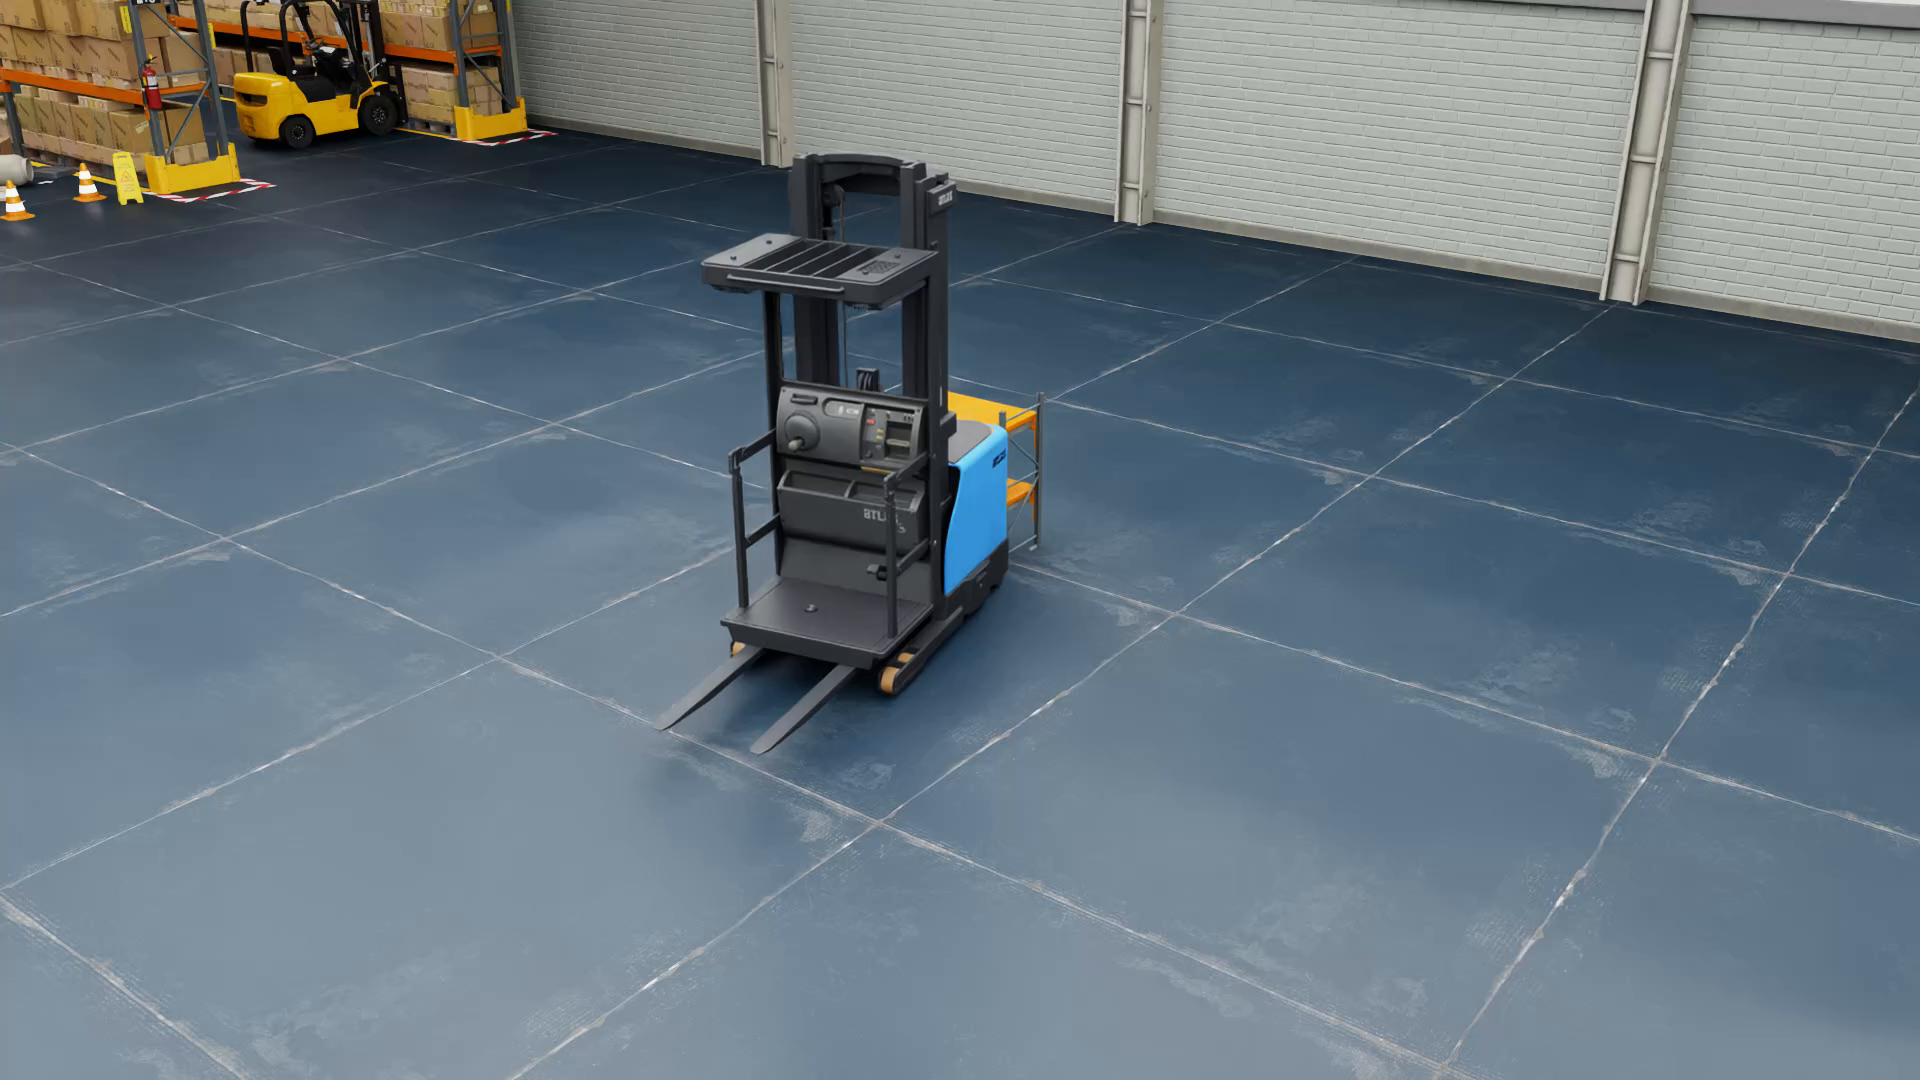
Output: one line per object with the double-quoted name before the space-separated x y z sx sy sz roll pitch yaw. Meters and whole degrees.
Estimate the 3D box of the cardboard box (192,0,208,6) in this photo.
"cardboard box" -13.205 -9.587 29.355 0.500 0.250 0.500 18 29 35

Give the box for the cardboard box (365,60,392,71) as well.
"cardboard box" -9.606 -7.697 27.148 0.500 0.250 0.500 18 29 35

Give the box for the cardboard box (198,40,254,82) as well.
"cardboard box" -13.323 -8.685 30.165 0.625 0.625 0.875 18 29 35

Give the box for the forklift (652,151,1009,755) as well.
"forklift" -0.735 -0.632 9.550 1.130 2.935 3.031 10 26 22

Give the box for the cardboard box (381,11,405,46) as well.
"cardboard box" -8.783 -8.132 26.363 0.500 0.500 0.500 16 29 32

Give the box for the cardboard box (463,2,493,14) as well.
"cardboard box" -7.528 -8.308 25.958 0.250 0.149 0.380 16 28 32

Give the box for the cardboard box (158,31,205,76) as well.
"cardboard box" -10.599 -6.584 22.479 0.500 0.500 0.500 16 29 33

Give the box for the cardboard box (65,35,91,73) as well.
"cardboard box" -11.782 -6.667 22.667 0.500 0.500 0.500 17 29 33

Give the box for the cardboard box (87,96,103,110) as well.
"cardboard box" -11.717 -6.010 22.825 0.250 0.149 0.380 17 29 34

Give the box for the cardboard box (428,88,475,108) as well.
"cardboard box" -7.989 -6.980 26.140 0.500 0.250 0.500 16 29 33

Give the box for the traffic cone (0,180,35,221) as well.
"traffic cone" -11.898 -4.284 20.899 0.334 0.463 0.336 17 29 33

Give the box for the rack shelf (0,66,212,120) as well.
"rack shelf" -11.987 -6.352 23.339 4.000 0.370 1.077 17 29 33

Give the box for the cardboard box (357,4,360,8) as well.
"cardboard box" -9.509 -8.629 26.686 0.250 0.149 0.380 16 28 32

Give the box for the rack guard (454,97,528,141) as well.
"rack guard" -7.393 -6.650 26.224 0.348 0.500 1.175 17 29 33

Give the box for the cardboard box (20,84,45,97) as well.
"cardboard box" -13.213 -6.459 23.845 0.250 0.149 0.380 17 29 34

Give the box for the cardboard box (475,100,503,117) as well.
"cardboard box" -7.688 -6.916 26.615 0.500 0.250 0.500 17 29 34

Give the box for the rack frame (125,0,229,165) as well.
"rack frame" -10.386 -6.198 22.096 0.127 3.000 1.000 17 29 33

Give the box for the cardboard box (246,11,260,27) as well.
"cardboard box" -11.958 -8.986 28.610 0.500 0.250 0.500 17 29 34

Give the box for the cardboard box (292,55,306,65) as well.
"cardboard box" -11.037 -7.995 28.600 0.625 0.625 0.875 18 30 36

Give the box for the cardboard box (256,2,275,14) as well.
"cardboard box" -11.575 -9.086 28.217 0.500 0.250 0.500 16 28 32

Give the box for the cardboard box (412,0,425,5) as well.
"cardboard box" -8.267 -8.401 25.800 0.250 0.149 0.380 18 29 34

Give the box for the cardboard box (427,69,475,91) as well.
"cardboard box" -7.968 -7.202 26.025 0.500 0.250 0.500 18 29 35

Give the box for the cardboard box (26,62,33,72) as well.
"cardboard box" -13.063 -6.772 23.710 0.250 0.149 0.380 17 29 33

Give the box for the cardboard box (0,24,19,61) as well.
"cardboard box" -13.402 -7.150 23.766 0.500 0.500 0.500 17 29 33

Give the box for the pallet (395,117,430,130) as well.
"pallet" -9.021 -6.991 27.354 1.213 0.211 1.003 17 29 33

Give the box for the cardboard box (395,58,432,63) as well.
"cardboard box" -8.885 -7.739 27.243 0.500 0.250 0.500 16 28 32

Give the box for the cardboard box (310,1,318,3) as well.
"cardboard box" -10.516 -8.948 27.410 0.250 0.149 0.380 16 29 32

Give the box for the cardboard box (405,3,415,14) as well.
"cardboard box" -8.443 -8.334 26.017 0.250 0.149 0.380 17 29 33

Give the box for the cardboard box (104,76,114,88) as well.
"cardboard box" -11.275 -6.198 22.409 0.250 0.149 0.380 16 29 32

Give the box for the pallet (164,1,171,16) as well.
"pallet" -14.398 -9.788 30.483 1.003 0.211 1.213 17 29 33

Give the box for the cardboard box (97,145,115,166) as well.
"cardboard box" -11.604 -5.368 23.102 0.500 0.250 0.500 17 29 33

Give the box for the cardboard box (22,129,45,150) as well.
"cardboard box" -13.277 -5.869 24.239 0.500 0.250 0.500 15 28 31

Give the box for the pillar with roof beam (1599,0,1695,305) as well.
"pillar with roof beam" 4.393 -5.263 12.534 0.400 9.000 9.100 17 29 33

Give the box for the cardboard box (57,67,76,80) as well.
"cardboard box" -12.291 -6.506 23.107 0.250 0.149 0.380 17 29 33

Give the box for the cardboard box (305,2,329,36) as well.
"cardboard box" -10.415 -8.621 27.473 0.500 0.500 0.500 16 28 32

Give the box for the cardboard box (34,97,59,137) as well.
"cardboard box" -12.841 -6.087 23.803 0.500 0.500 0.500 18 30 35

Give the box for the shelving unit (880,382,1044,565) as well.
"shelving unit" -0.003 -0.521 11.537 1.048 1.125 0.538 16 28 32

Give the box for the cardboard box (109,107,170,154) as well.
"cardboard box" -11.184 -5.584 22.663 0.500 0.500 0.500 17 29 34

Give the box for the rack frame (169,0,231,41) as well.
"rack frame" -13.814 -9.735 30.123 0.127 3.000 1.000 17 29 33

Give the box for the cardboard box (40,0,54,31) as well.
"cardboard box" -12.112 -7.271 22.798 0.500 0.500 0.700 17 29 33

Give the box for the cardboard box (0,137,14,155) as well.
"cardboard box" -13.546 -5.324 23.210 0.500 0.500 0.500 -5 24 -12

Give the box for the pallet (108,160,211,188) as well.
"pallet" -11.076 -5.148 23.172 1.213 0.211 1.003 17 29 33

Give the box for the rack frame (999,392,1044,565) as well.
"rack frame" 0.411 -0.402 11.267 0.032 1.125 0.500 16 28 32

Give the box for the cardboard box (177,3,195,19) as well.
"cardboard box" -13.605 -9.480 29.731 0.500 0.250 0.500 17 29 33

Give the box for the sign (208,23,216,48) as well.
"sign" -10.061 -6.769 22.319 0.005 0.325 0.100 17 29 33
